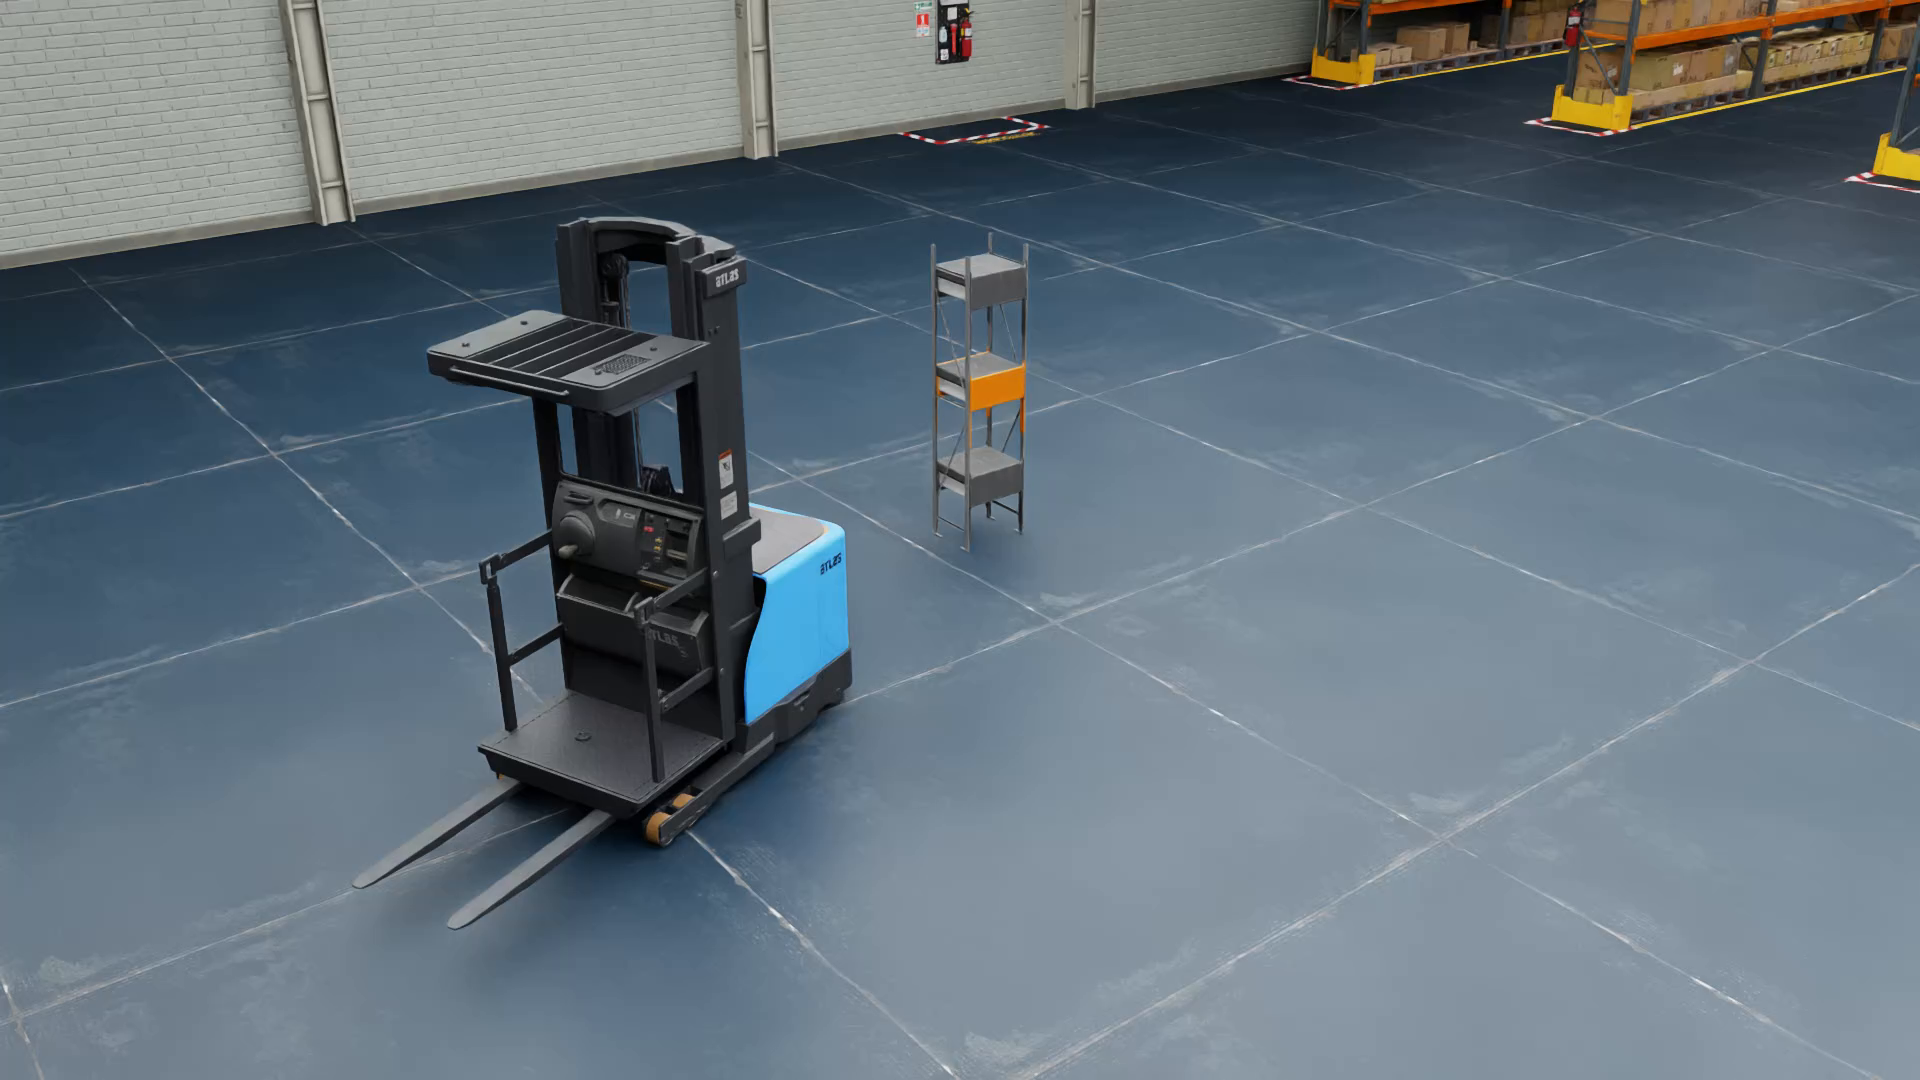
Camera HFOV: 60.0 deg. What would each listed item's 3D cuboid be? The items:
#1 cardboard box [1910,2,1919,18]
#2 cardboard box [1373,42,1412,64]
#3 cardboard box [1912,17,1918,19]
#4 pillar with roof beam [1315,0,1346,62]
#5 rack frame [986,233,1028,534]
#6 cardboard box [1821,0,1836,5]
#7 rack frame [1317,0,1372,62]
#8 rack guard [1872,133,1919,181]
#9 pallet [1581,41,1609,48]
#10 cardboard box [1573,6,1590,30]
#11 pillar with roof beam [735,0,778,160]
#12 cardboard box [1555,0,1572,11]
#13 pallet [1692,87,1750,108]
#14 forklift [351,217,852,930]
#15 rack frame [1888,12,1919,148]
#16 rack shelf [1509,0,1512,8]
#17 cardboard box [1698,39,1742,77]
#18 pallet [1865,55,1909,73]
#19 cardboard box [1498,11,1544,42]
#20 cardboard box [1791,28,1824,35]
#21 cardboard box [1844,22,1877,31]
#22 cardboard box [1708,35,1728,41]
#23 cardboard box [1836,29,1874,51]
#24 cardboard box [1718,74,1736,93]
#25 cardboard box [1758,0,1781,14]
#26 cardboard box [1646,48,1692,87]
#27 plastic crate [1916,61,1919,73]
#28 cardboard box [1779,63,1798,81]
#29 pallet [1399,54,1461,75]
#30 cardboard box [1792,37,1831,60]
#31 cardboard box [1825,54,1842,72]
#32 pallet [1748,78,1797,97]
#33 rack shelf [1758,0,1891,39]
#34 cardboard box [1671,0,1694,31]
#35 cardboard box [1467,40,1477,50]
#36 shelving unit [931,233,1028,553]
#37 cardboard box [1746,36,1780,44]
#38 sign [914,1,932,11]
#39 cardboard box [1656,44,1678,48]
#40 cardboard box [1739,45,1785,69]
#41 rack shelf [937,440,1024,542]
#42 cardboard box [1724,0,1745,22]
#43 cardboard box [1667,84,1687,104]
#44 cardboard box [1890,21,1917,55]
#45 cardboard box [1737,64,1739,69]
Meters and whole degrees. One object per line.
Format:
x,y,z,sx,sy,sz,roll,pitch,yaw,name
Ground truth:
17.809,-9.985,31.258,0.500,0.250,0.500,-18,30,-34,cardboard box
7.673,-8.685,29.571,0.500,0.311,0.500,-15,29,-30,cardboard box
17.785,-9.635,31.395,0.500,0.500,0.500,-18,30,-33,cardboard box
9.298,-11.170,25.129,0.400,9.000,9.100,-18,31,-34,pillar with roof beam
0.322,-1.059,11.537,0.015,2.100,0.400,-18,31,-34,rack frame
14.669,-9.449,28.428,0.500,0.500,0.500,-20,32,-37,cardboard box
6.624,-9.407,28.456,0.127,3.000,1.000,-18,31,-34,rack frame
12.768,-5.026,21.987,0.348,0.500,1.175,-18,31,-34,rack guard
12.304,-10.018,33.084,1.213,0.211,1.003,-18,31,-34,pallet
11.908,-10.251,32.722,0.500,0.500,0.700,-18,31,-34,cardboard box
-0.145,-8.053,18.413,0.400,9.000,9.100,-18,31,-34,pillar with roof beam
11.497,-10.424,32.203,0.500,0.250,0.500,-18,31,-34,cardboard box
12.180,-7.348,27.333,1.213,0.211,1.003,-18,31,-34,pallet
-1.801,-0.003,8.274,1.130,2.935,3.031,14,28,27,forklift
12.738,-6.125,21.384,0.127,3.000,1.000,-18,31,-34,rack frame
11.346,-10.639,31.966,4.000,0.370,1.077,-18,31,-34,rack shelf
12.201,-7.770,26.806,0.500,0.500,0.500,-18,31,-34,cardboard box
16.590,-8.761,30.378,1.213,0.211,1.003,-18,31,-34,pallet
10.717,-9.859,31.877,0.500,0.500,0.700,-19,31,-35,cardboard box
14.978,-8.865,29.389,0.500,0.311,0.500,-19,31,-35,cardboard box
16.571,-9.231,30.524,0.500,0.500,0.500,-17,30,-32,cardboard box
12.274,-8.073,27.457,0.500,0.500,0.500,-18,31,-34,cardboard box
15.719,-8.825,29.303,0.500,0.311,0.500,-17,30,-33,cardboard box
12.202,-7.430,26.963,0.500,0.250,0.500,-18,31,-34,cardboard box
13.192,-8.880,27.499,0.500,0.250,0.500,-16,29,-31,cardboard box
11.021,-7.380,25.966,0.500,0.500,0.500,-18,31,-34,cardboard box
12.947,-6.287,21.909,0.616,0.251,0.499,-18,31,-34,plastic crate
13.705,-7.904,27.985,0.500,0.250,0.500,-17,30,-33,cardboard box
8.305,-8.676,30.194,1.213,0.211,1.003,-18,31,-34,pallet
14.520,-8.428,28.448,0.500,0.311,0.500,-17,30,-33,cardboard box
14.915,-8.306,28.851,0.500,0.250,0.500,-17,30,-33,cardboard box
13.387,-7.745,28.188,1.213,0.211,1.003,-18,31,-34,pallet
14.406,-8.999,28.432,4.000,0.370,1.077,-18,31,-34,rack shelf
10.864,-8.194,25.724,0.500,0.500,0.700,-18,30,-34,cardboard box
9.370,-9.211,30.878,0.380,0.166,0.250,22,33,39,cardboard box
0.130,-0.995,11.401,0.503,2.100,0.431,-18,31,-34,shelving unit
13.773,-8.470,28.538,0.500,0.311,0.500,-18,31,-34,cardboard box
-0.538,-7.833,24.392,0.331,0.109,0.001,-18,31,-34,sign
11.095,-7.682,26.616,0.500,0.500,0.500,-18,31,-34,cardboard box
13.311,-8.028,27.587,0.500,0.311,0.500,-18,30,-34,cardboard box
0.130,-0.348,11.701,0.480,0.518,0.431,-18,31,-34,rack shelf
12.075,-8.595,26.587,0.500,0.500,0.700,-19,31,-35,cardboard box
11.028,-7.036,26.116,0.500,0.250,0.500,-18,31,-34,cardboard box
17.320,-9.201,30.458,0.500,0.500,0.500,-19,31,-35,cardboard box
12.979,-7.953,28.090,0.500,0.250,0.500,-19,31,-35,cardboard box
